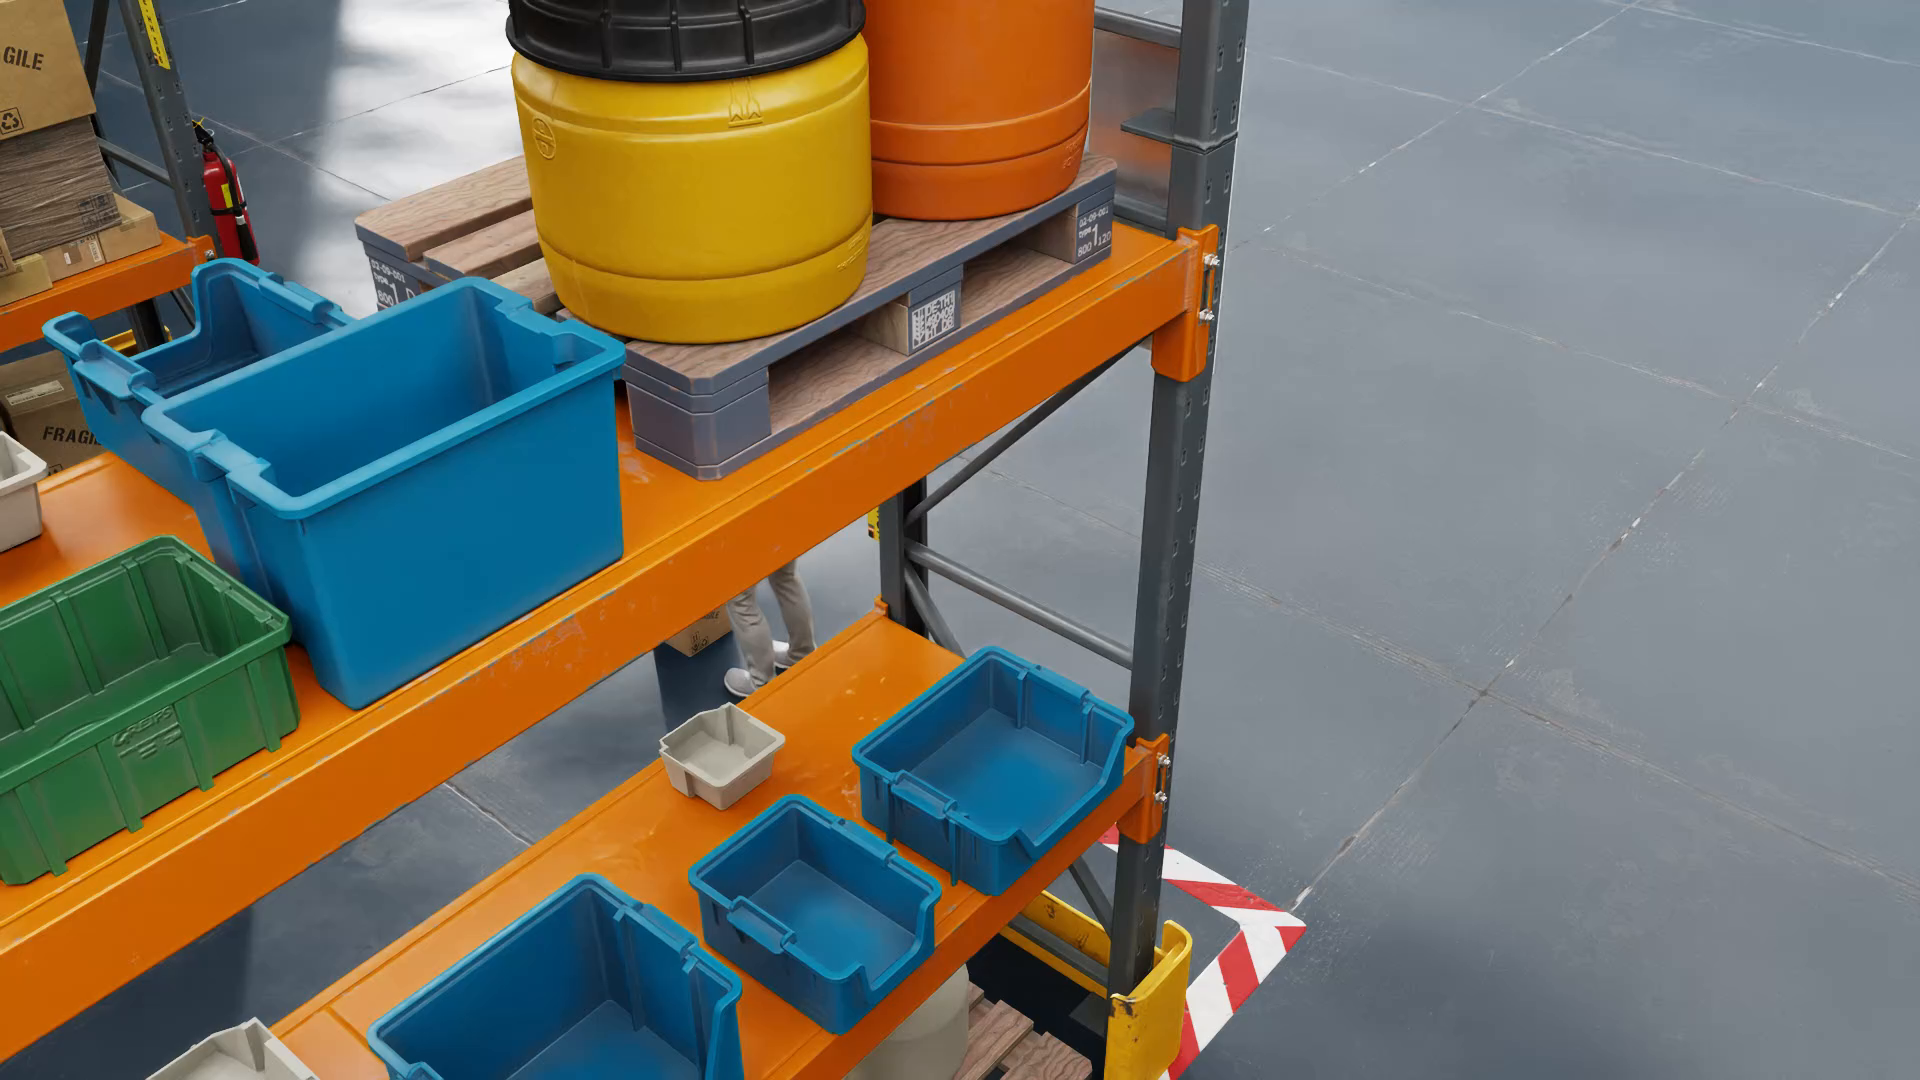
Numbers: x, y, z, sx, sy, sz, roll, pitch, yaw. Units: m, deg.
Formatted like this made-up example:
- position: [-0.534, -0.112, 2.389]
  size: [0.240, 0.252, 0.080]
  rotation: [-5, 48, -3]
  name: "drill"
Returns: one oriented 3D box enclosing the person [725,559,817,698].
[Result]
- position: [-0.777, -0.096, 6.290]
  size: [0.327, 1.660, 0.474]
  rotation: [27, 43, 32]
  name: "person"
